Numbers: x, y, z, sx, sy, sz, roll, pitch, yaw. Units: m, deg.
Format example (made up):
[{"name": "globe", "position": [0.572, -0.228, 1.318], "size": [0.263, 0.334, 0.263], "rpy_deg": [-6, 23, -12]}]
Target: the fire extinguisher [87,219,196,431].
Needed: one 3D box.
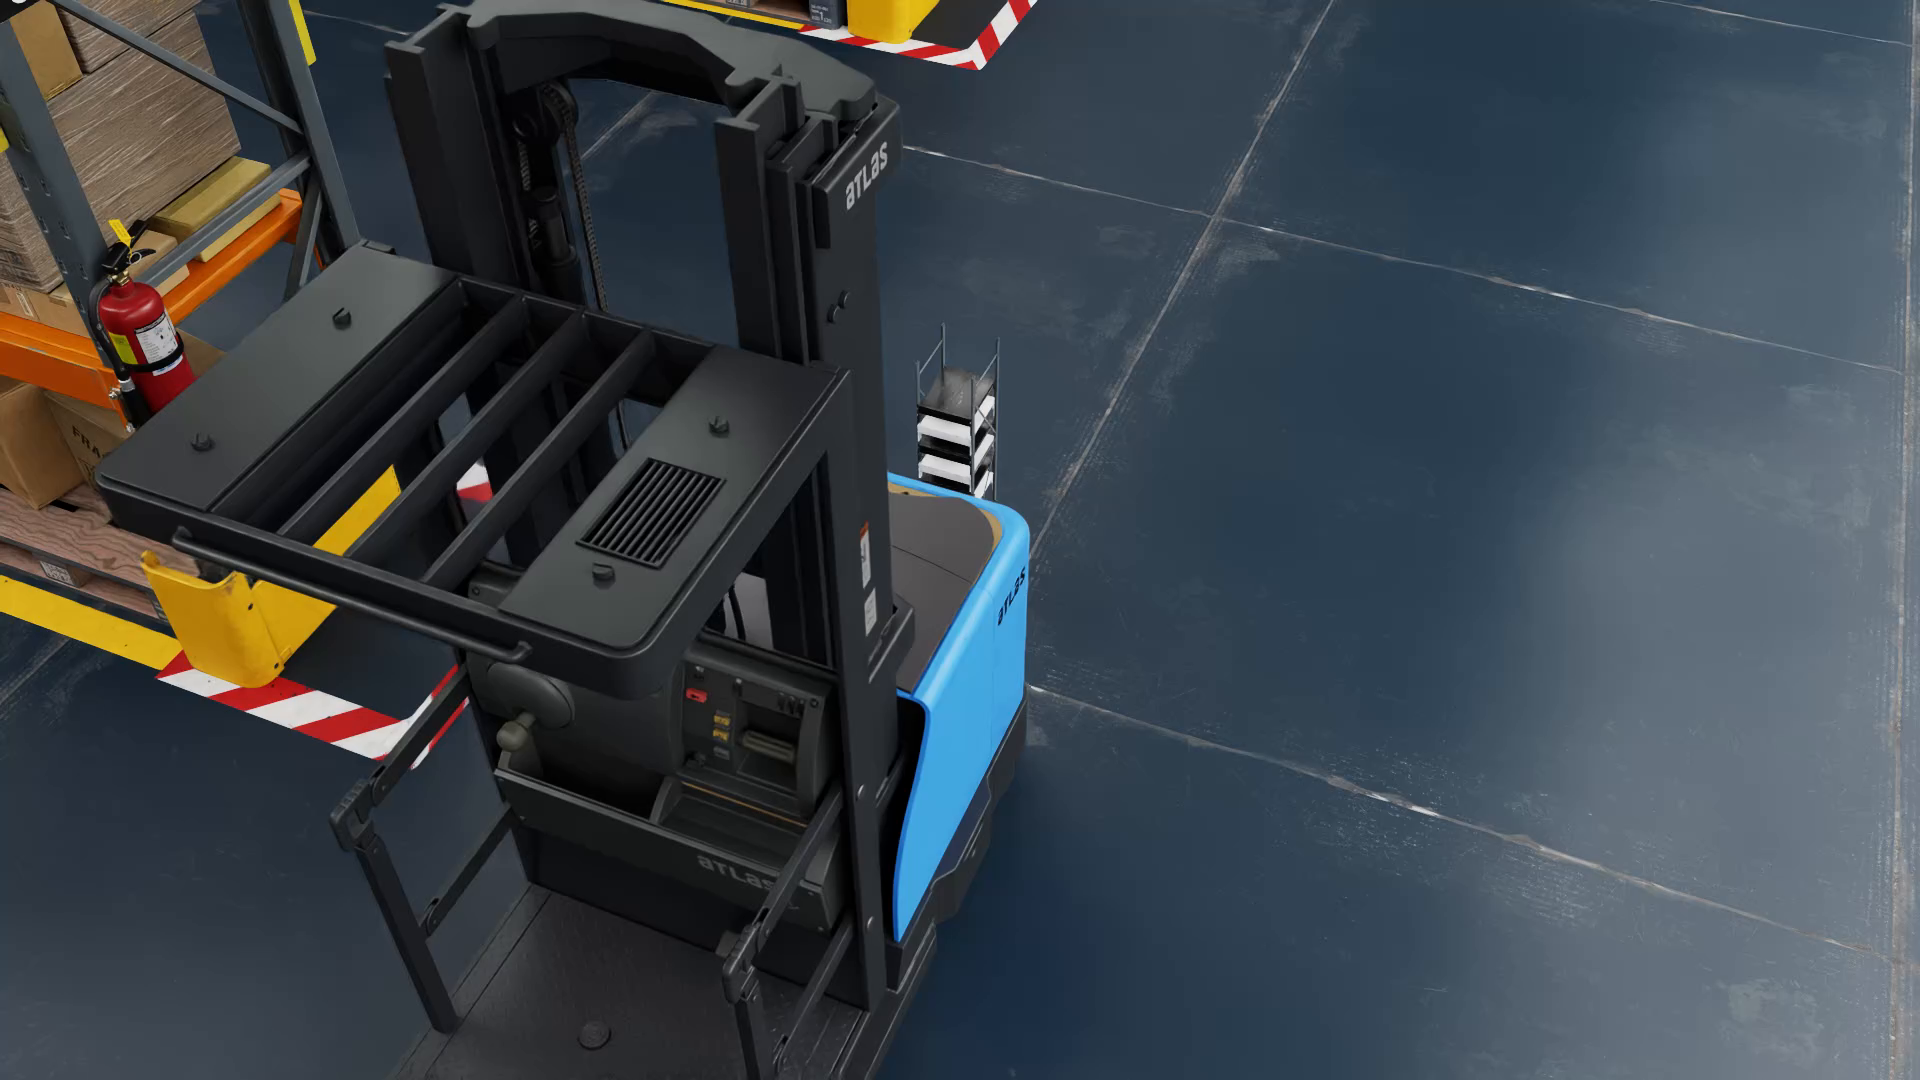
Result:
[{"name": "fire extinguisher", "position": [-2.341, -0.585, 4.766], "size": [0.183, 0.674, 0.296], "rpy_deg": [16, 47, 16]}]

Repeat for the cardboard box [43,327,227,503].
[{"name": "cardboard box", "position": [-2.839, -0.386, 5.986], "size": [0.500, 0.500, 0.500], "rpy_deg": [25, 50, 23]}]

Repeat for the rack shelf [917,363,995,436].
[{"name": "rack shelf", "position": [-0.007, -0.489, 5.768], "size": [0.200, 0.077, 0.258], "rpy_deg": [16, 47, 16]}]

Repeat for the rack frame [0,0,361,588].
[{"name": "rack frame", "position": [-2.269, -0.943, 5.071], "size": [0.127, 3.000, 1.000], "rpy_deg": [16, 47, 16]}]

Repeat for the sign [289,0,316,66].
[{"name": "sign", "position": [-2.060, -1.603, 5.121], "size": [0.005, 0.325, 0.100], "rpy_deg": [16, 47, 16]}]

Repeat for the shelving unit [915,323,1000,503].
[{"name": "shelving unit", "position": [-0.007, -0.321, 5.935], "size": [0.210, 0.900, 0.258], "rpy_deg": [16, 47, 16]}]

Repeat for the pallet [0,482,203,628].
[{"name": "pallet", "position": [-3.075, -0.219, 6.320], "size": [1.213, 0.211, 1.003], "rpy_deg": [16, 47, 16]}]

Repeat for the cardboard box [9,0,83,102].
[{"name": "cardboard box", "position": [-2.872, -1.427, 4.567], "size": [0.500, 0.500, 0.500], "rpy_deg": [16, 47, 16]}]

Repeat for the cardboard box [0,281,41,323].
[{"name": "cardboard box", "position": [-2.842, -0.865, 5.171], "size": [0.250, 0.149, 0.380], "rpy_deg": [16, 47, 16]}]

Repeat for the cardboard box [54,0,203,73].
[{"name": "cardboard box", "position": [-2.671, -1.765, 4.907], "size": [0.500, 0.500, 0.500], "rpy_deg": [16, 47, 16]}]

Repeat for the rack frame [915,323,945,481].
[{"name": "rack frame", "position": [-0.101, -0.349, 5.963], "size": [0.006, 0.900, 0.240], "rpy_deg": [16, 47, 16]}]

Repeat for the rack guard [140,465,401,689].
[{"name": "rack guard", "position": [-2.339, -0.078, 5.974], "size": [0.348, 0.500, 1.175], "rpy_deg": [16, 47, 16]}]

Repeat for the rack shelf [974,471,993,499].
[{"name": "rack shelf", "position": [-0.007, -0.170, 6.085], "size": [0.200, 0.077, 0.258], "rpy_deg": [16, 47, 16]}]

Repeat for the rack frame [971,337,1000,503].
[{"name": "rack frame", "position": [0.086, -0.294, 5.907], "size": [0.006, 0.900, 0.240], "rpy_deg": [16, 47, 16]}]

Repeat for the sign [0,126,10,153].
[{"name": "sign", "position": [-2.501, -1.110, 4.194], "size": [0.005, 0.325, 0.100], "rpy_deg": [16, 47, 16]}]

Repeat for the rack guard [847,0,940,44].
[{"name": "rack guard", "position": [-0.244, -3.252, 9.164], "size": [0.348, 0.500, 1.175], "rpy_deg": [16, 47, 16]}]

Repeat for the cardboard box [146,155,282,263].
[{"name": "cardboard box", "position": [-2.440, -1.087, 5.394], "size": [0.250, 0.149, 0.380], "rpy_deg": [16, 47, 16]}]

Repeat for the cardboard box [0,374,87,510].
[{"name": "cardboard box", "position": [-3.404, -0.526, 6.127], "size": [0.500, 0.500, 0.500], "rpy_deg": [29, 52, 26]}]

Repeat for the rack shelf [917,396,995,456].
[{"name": "rack shelf", "position": [-0.007, -0.425, 5.831], "size": [0.200, 0.077, 0.258], "rpy_deg": [16, 47, 16]}]

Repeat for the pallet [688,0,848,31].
[{"name": "pallet", "position": [-1.034, -3.322, 9.439], "size": [1.213, 0.211, 1.003], "rpy_deg": [16, 47, 16]}]

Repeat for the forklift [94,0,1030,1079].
[{"name": "forklift", "position": [-0.817, 0.469, 3.701], "size": [1.130, 2.935, 3.031], "rpy_deg": [16, 47, 16]}]

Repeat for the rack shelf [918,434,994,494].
[{"name": "rack shelf", "position": [-0.007, -0.298, 5.958], "size": [0.200, 0.077, 0.258], "rpy_deg": [16, 47, 16]}]

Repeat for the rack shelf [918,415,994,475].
[{"name": "rack shelf", "position": [-0.007, -0.361, 5.895], "size": [0.200, 0.077, 0.258], "rpy_deg": [16, 47, 16]}]

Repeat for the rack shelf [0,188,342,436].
[{"name": "rack shelf", "position": [-4.115, -1.231, 5.871], "size": [4.000, 0.370, 1.077], "rpy_deg": [16, 47, 16]}]

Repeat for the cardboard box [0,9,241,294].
[{"name": "cardboard box", "position": [-2.766, -1.251, 5.099], "size": [0.500, 0.500, 0.875], "rpy_deg": [16, 47, 16]}]

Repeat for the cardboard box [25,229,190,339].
[{"name": "cardboard box", "position": [-2.611, -0.797, 5.103], "size": [0.250, 0.149, 0.380], "rpy_deg": [16, 47, 16]}]

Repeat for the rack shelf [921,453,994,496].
[{"name": "rack shelf", "position": [-0.007, -0.234, 6.022], "size": [0.200, 0.077, 0.258], "rpy_deg": [16, 47, 16]}]
